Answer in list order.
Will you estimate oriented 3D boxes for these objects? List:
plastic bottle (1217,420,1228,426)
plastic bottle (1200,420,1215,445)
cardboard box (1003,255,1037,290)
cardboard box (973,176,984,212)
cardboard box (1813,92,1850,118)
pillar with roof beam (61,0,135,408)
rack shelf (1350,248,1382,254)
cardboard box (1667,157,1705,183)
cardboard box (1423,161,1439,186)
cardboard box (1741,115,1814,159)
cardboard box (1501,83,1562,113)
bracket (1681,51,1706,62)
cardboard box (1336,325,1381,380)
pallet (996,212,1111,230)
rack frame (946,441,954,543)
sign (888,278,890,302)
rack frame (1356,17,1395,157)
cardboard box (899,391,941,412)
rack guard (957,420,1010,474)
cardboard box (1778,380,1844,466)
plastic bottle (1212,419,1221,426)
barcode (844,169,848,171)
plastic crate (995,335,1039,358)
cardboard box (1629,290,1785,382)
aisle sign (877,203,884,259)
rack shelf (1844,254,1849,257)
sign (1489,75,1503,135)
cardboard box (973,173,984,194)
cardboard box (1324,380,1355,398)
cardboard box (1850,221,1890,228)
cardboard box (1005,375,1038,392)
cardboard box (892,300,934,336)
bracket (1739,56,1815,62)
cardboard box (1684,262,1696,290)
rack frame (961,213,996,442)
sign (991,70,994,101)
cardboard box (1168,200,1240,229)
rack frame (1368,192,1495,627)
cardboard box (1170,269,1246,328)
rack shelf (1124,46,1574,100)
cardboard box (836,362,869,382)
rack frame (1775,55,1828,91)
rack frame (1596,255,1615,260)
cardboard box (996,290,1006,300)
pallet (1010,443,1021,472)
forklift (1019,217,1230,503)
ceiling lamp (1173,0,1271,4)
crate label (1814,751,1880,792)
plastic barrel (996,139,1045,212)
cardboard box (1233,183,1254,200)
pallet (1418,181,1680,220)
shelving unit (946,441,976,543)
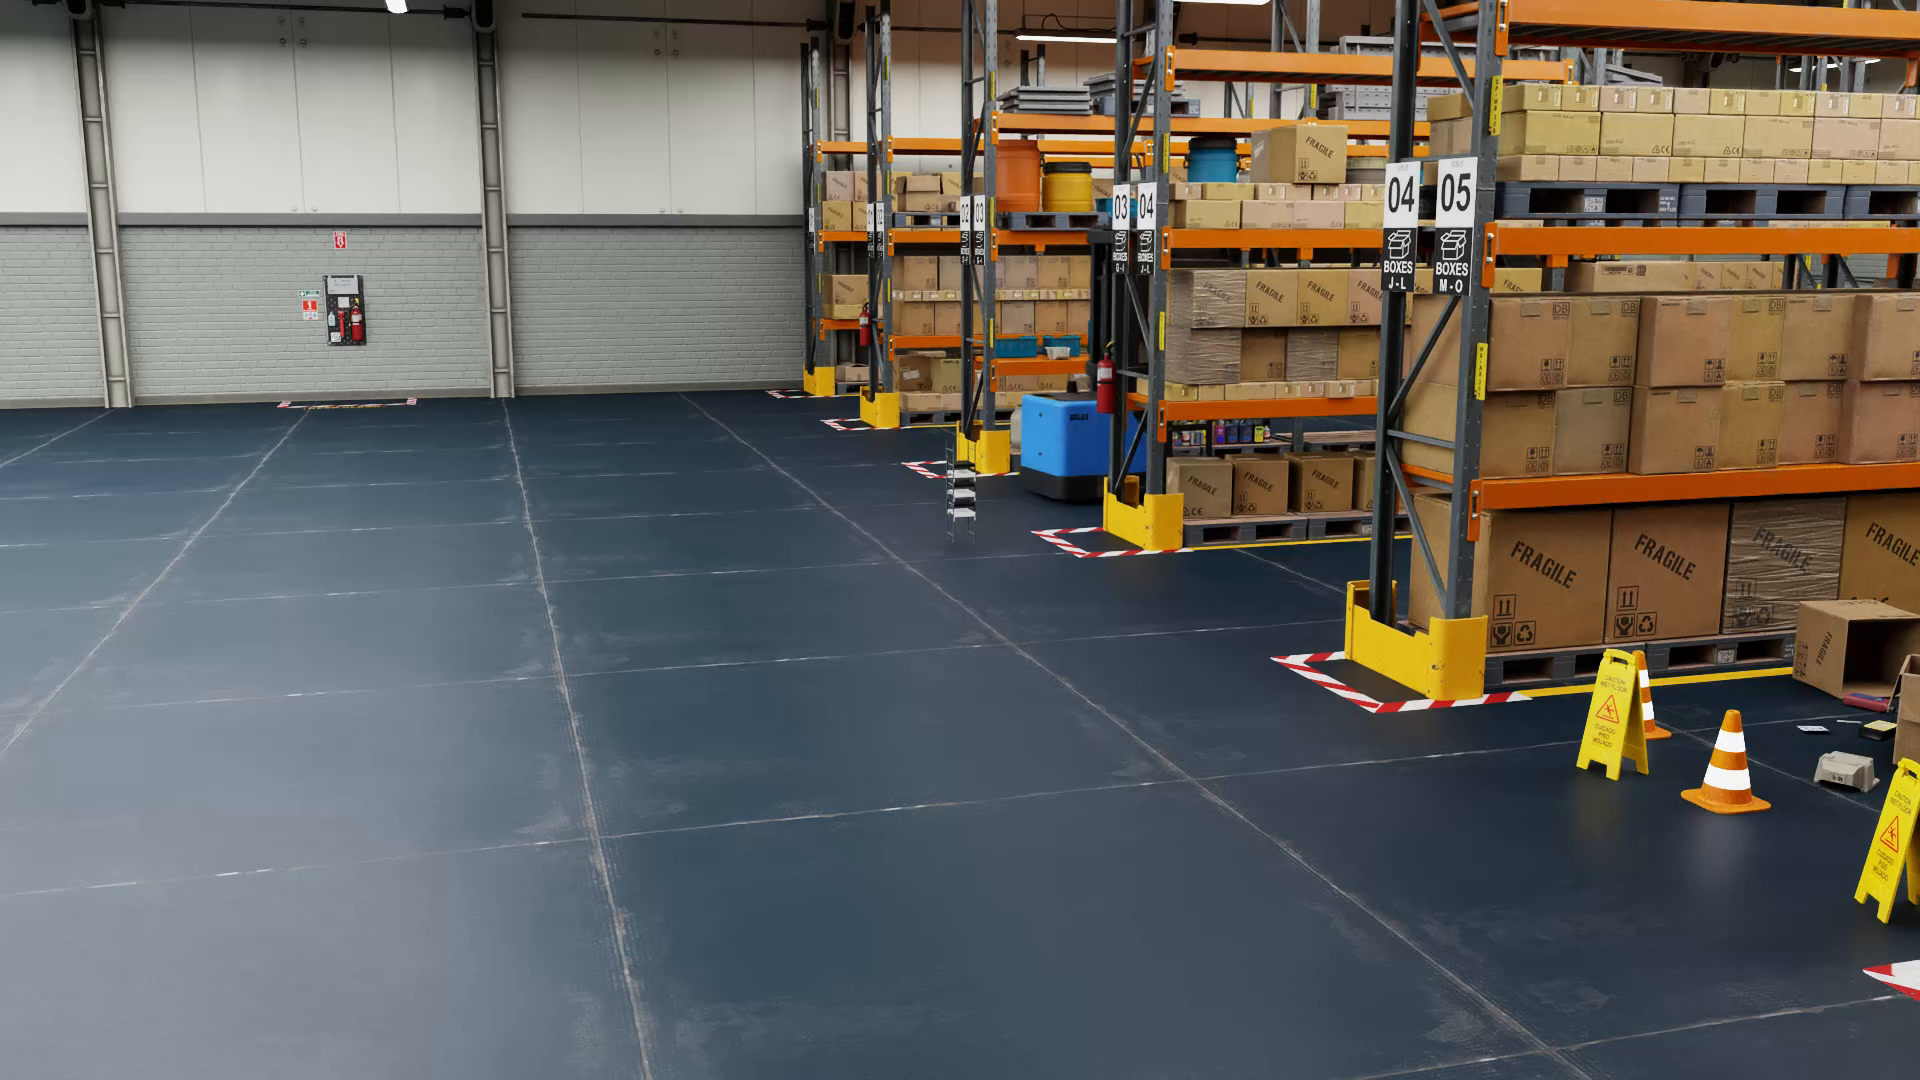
[{"bbox_3d":[3.267,-1.355,20.631,0.135,0.276,0.152,-3,11,-16],"label":"plastic bottle"},{"bbox_3d":[3.022,-1.351,20.402,0.185,0.351,0.144,-3,11,-16],"label":"plastic bottle"},{"bbox_3d":[0.804,-3.994,24.803,0.500,0.500,0.700,-3,11,-16],"label":"cardboard box"},{"bbox_3d":[0.504,-5.041,24.239,0.500,0.500,0.500,-3,11,-16],"label":"cardboard box"},{"bbox_3d":[5.254,-2.679,10.289,0.250,0.149,0.380,-3,11,-17],"label":"cardboard box"},{"bbox_3d":[-12.443,-5.846,22.151,0.548,9.000,9.100,-3,11,-16],"label":"pillar with roof beam"},{"bbox_3d":[4.594,-4.630,25.815,4.000,0.370,1.077,-3,11,-16],"label":"rack shelf"},{"bbox_3d":[4.276,-2.235,10.079,0.250,0.149,0.380,-3,11,-16],"label":"cardboard box"},{"bbox_3d":[3.112,-2.298,10.421,0.250,0.149,0.380,-3,11,-16],"label":"cardboard box"},{"bbox_3d":[4.876,-2.475,10.281,0.500,0.250,0.500,-3,11,-16],"label":"cardboard box"},{"bbox_3d":[3.297,-2.576,9.728,0.250,0.149,0.380,-3,11,-15],"label":"cardboard box"},{"bbox_3d":[14.858,-9.800,33.687,0.430,0.232,0.235,-3,11,-16],"label":"bracket"},{"bbox_3d":[3.556,-1.788,15.580,0.500,0.500,0.875,-3,11,-16],"label":"cardboard box"},{"bbox_3d":[1.036,-3.750,19.574,1.213,0.211,1.003,-3,11,-16],"label":"pallet"},{"bbox_3d":[-0.090,-0.438,15.143,0.006,0.900,0.240,-3,11,-16],"label":"rack frame"},{"bbox_3d":[-1.018,-3.572,23.761,0.005,0.325,0.100,-3,11,-16],"label":"sign"},{"bbox_3d":[6.514,-6.560,26.028,0.127,3.000,1.000,-3,11,-16],"label":"rack frame"},{"bbox_3d":[-0.590,-2.047,24.520,0.500,0.250,0.500,-3,11,-16],"label":"cardboard box"},{"bbox_3d":[0.274,-1.126,19.985,0.348,0.500,1.175,-3,11,-16],"label":"rack guard"},{"bbox_3d":[5.304,-0.832,11.069,0.550,0.550,0.875,-3,11,-16],"label":"cardboard box"},{"bbox_3d":[3.204,-1.466,21.027,0.185,0.351,0.144,-3,11,-16],"label":"plastic bottle"},{"bbox_3d":[-2.013,-6.499,29.290,0.075,0.075,0.001,-3,11,-16],"label":"barcode"},{"bbox_3d":[0.611,-2.347,20.127,0.616,0.251,0.499,-3,11,-16],"label":"plastic crate"},{"bbox_3d":[4.805,-1.330,10.792,0.500,0.550,0.875,-3,11,-16],"label":"cardboard box"},{"bbox_3d":[-1.145,-4.426,23.829,0.004,0.787,0.394,-3,11,-16],"label":"aisle sign"},{"bbox_3d":[13.656,-4.173,23.336,4.000,0.370,1.077,-3,11,-16],"label":"rack shelf"},{"bbox_3d":[3.037,-2.462,9.422,0.005,0.325,0.100,-3,11,-16],"label":"sign"},{"bbox_3d":[0.354,-6.192,29.220,0.500,0.500,0.500,-2,11,-13],"label":"cardboard box"},{"bbox_3d":[3.406,-1.391,15.213,0.250,0.149,0.380,-3,11,-16],"label":"cardboard box"},{"bbox_3d":[8.891,-3.222,16.595,0.500,0.250,0.500,-3,11,-16],"label":"cardboard box"},{"bbox_3d":[0.851,-2.491,24.862,0.500,0.500,0.500,-3,11,-16],"label":"cardboard box"},{"bbox_3d":[-0.715,-3.275,24.479,0.500,0.500,0.700,-3,11,-16],"label":"cardboard box"},{"bbox_3d":[17.364,-9.932,34.405,3.189,0.066,0.076,-3,11,-16],"label":"bracket"},{"bbox_3d":[11.875,-4.380,27.718,0.500,0.500,0.500,-3,11,-18],"label":"cardboard box"},{"bbox_3d":[0.214,-2.343,19.694,0.127,3.000,1.000,-3,11,-16],"label":"rack frame"},{"bbox_3d":[0.363,-5.095,18.649,0.005,0.325,0.100,-3,11,-16],"label":"sign"},{"bbox_3d":[2.133,-2.863,14.647,0.500,0.250,0.500,-3,11,-14],"label":"cardboard box"},{"bbox_3d":[2.888,-0.615,10.305,0.127,3.000,1.000,-3,11,-16],"label":"rack frame"},{"bbox_3d":[2.202,-2.150,14.784,0.500,0.500,0.500,-3,11,-16],"label":"cardboard box"},{"bbox_3d":[3.519,-4.178,15.089,4.000,0.370,1.077,-3,11,-16],"label":"rack shelf"},{"bbox_3d":[-1.866,-2.979,29.357,0.500,0.311,0.500,-4,11,-22],"label":"cardboard box"},{"bbox_3d":[14.195,-6.965,28.227,0.127,3.000,1.000,-3,11,-16],"label":"rack frame"},{"bbox_3d":[12.807,-4.875,33.447,0.127,3.000,1.000,-3,11,-16],"label":"rack frame"},{"bbox_3d":[0.506,-3.621,24.565,0.250,0.149,0.380,-3,11,-17],"label":"cardboard box"},{"bbox_3d":[1.055,-1.024,20.230,1.213,0.211,1.003,-3,11,-16],"label":"pallet"},{"bbox_3d":[2.209,-1.971,17.859,3.031,2.935,1.130,-4,11,-22],"label":"forklift"},{"bbox_3d":[3.296,-8.751,21.810,2.000,3.185,0.800,-3,11,-16],"label":"ceiling lamp"},{"bbox_3d":[4.521,1.176,8.484,0.250,0.136,0.298,10,14,43],"label":"crate label"},{"bbox_3d":[0.645,-4.283,19.599,0.708,0.830,0.600,-3,11,-16],"label":"plastic barrel"},{"bbox_3d":[2.411,-3.084,14.746,0.250,0.149,0.380,-3,11,-17],"label":"cardboard box"},{"bbox_3d":[3.597,-2.086,10.255,1.213,0.211,1.003,-3,11,-16],"label":"pallet"},{"bbox_3d":[0.008,-0.443,15.171,0.210,0.900,0.258,-3,11,-16],"label":"shelving unit"}]
